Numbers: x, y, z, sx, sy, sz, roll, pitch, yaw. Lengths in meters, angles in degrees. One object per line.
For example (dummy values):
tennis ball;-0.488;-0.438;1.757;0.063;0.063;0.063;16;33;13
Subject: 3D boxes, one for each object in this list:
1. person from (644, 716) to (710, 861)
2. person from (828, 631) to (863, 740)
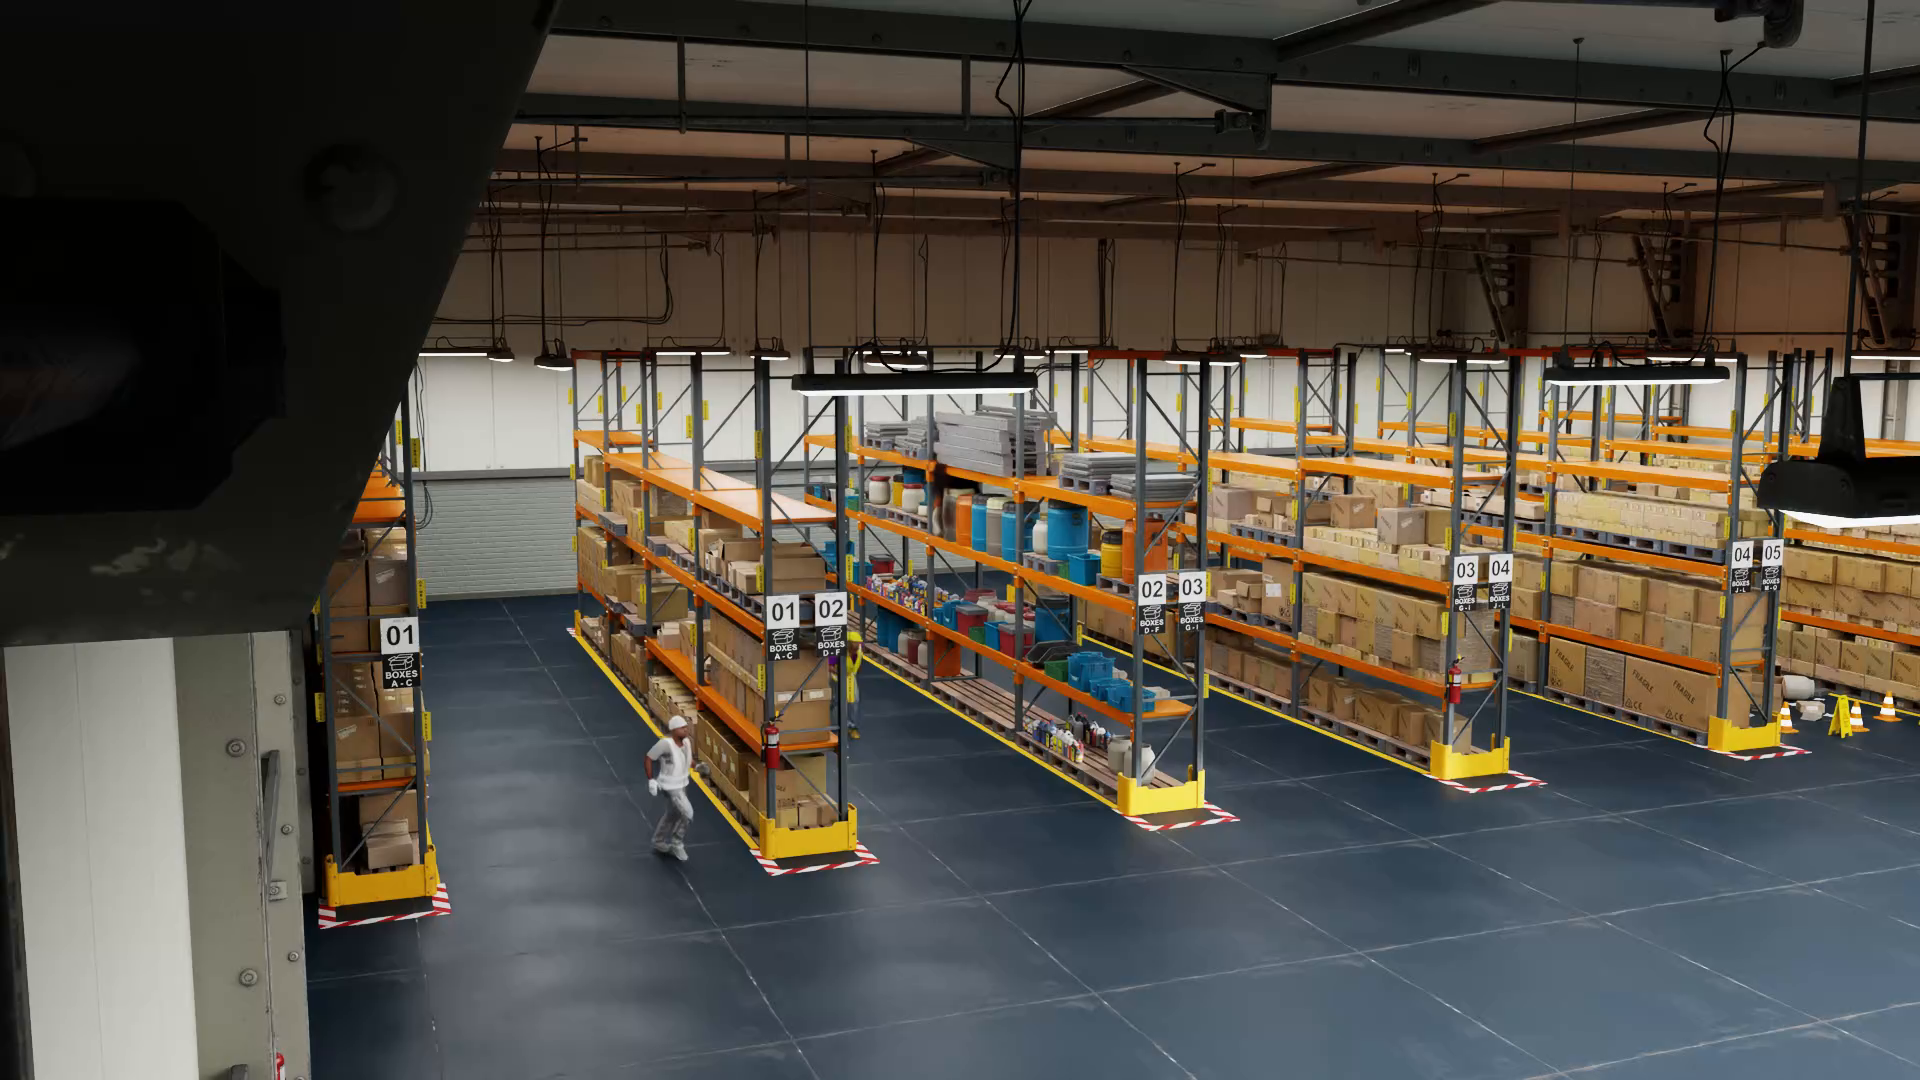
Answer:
person;-3.431;2.990;20.017;0.827;1.788;0.646;3;8;21
person;-1.877;2.247;26.326;0.737;1.715;1.047;-6;9;-41
